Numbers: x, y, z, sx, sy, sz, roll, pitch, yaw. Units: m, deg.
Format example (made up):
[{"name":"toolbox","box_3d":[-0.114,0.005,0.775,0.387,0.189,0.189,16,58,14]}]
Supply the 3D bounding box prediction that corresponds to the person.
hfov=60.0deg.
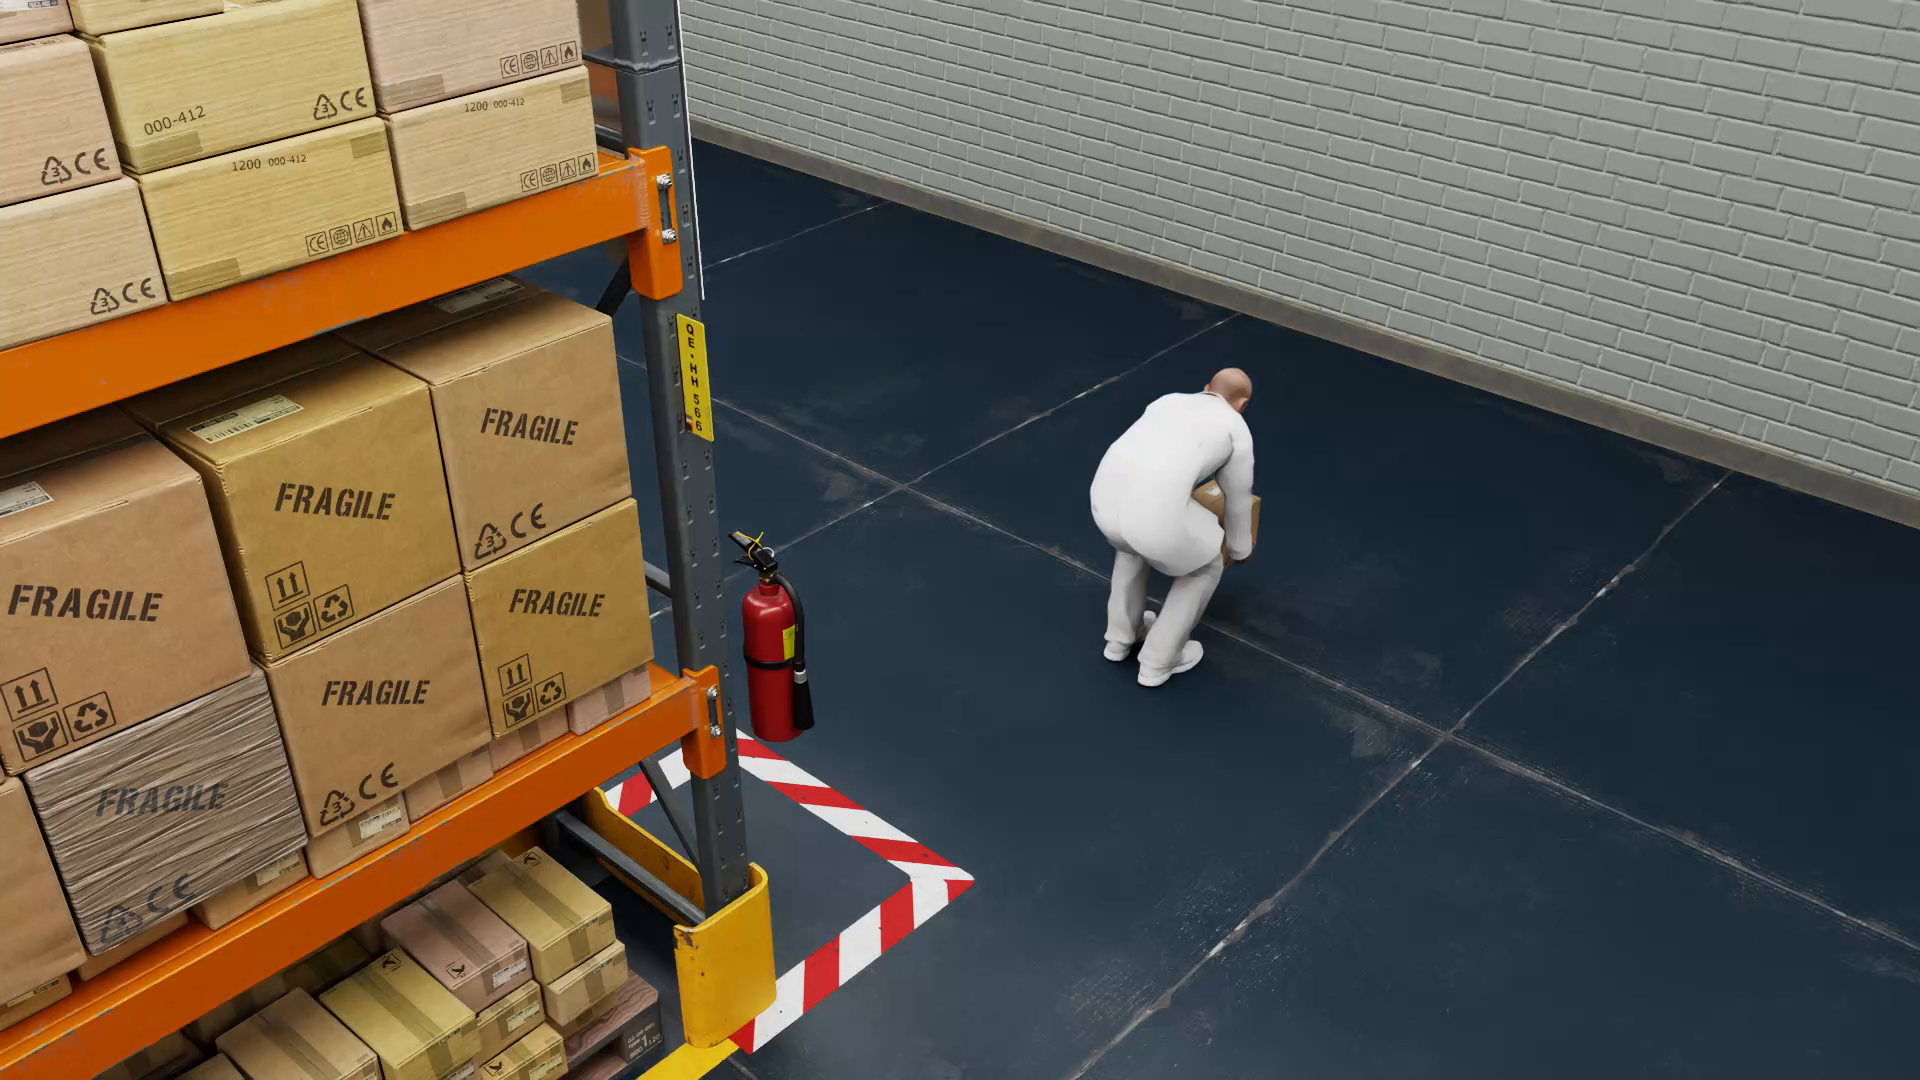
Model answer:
[{"name":"person","box_3d":[0.903,-0.050,6.872,0.577,1.118,0.937,23,38,33]}]
